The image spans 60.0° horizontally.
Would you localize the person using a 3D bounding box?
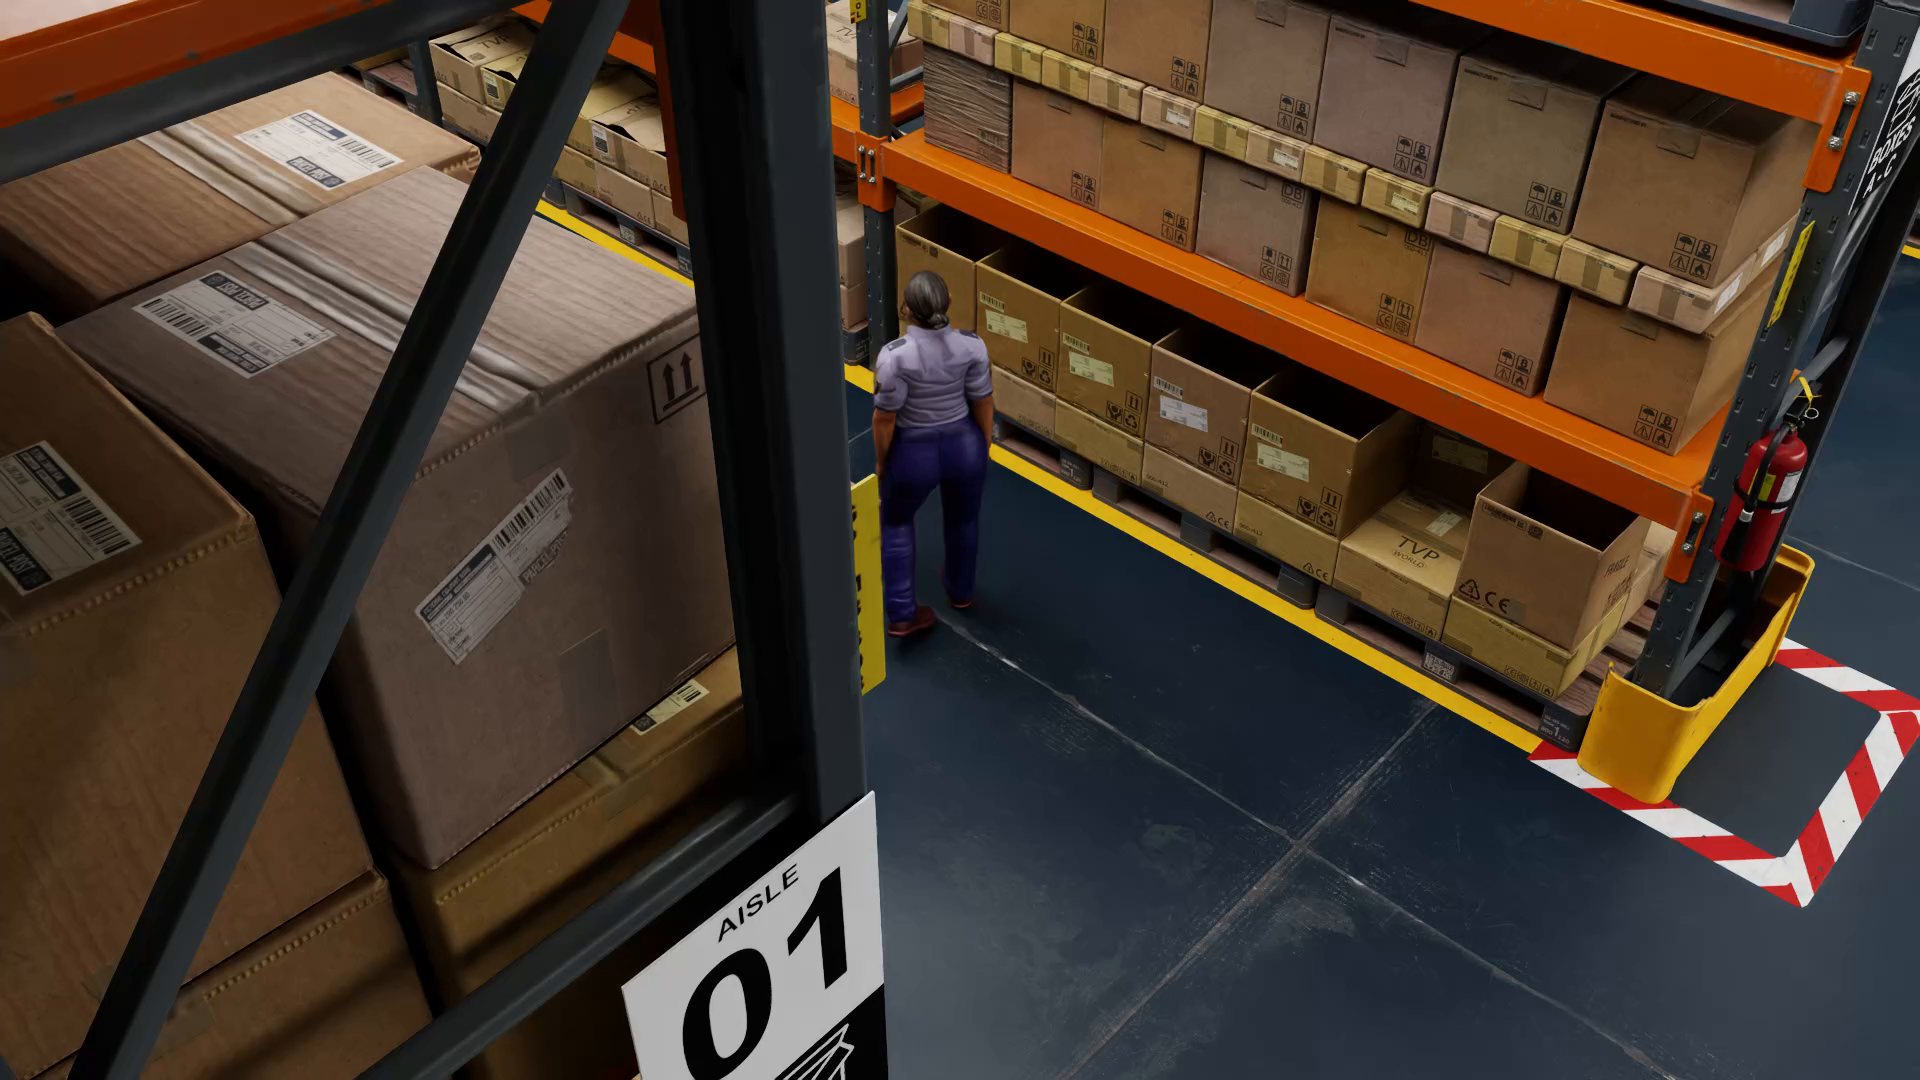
[{"bbox_3d":[-0.110,-0.340,6.560,0.483,1.641,0.515,-8,40,-10],"label":"person"}]
